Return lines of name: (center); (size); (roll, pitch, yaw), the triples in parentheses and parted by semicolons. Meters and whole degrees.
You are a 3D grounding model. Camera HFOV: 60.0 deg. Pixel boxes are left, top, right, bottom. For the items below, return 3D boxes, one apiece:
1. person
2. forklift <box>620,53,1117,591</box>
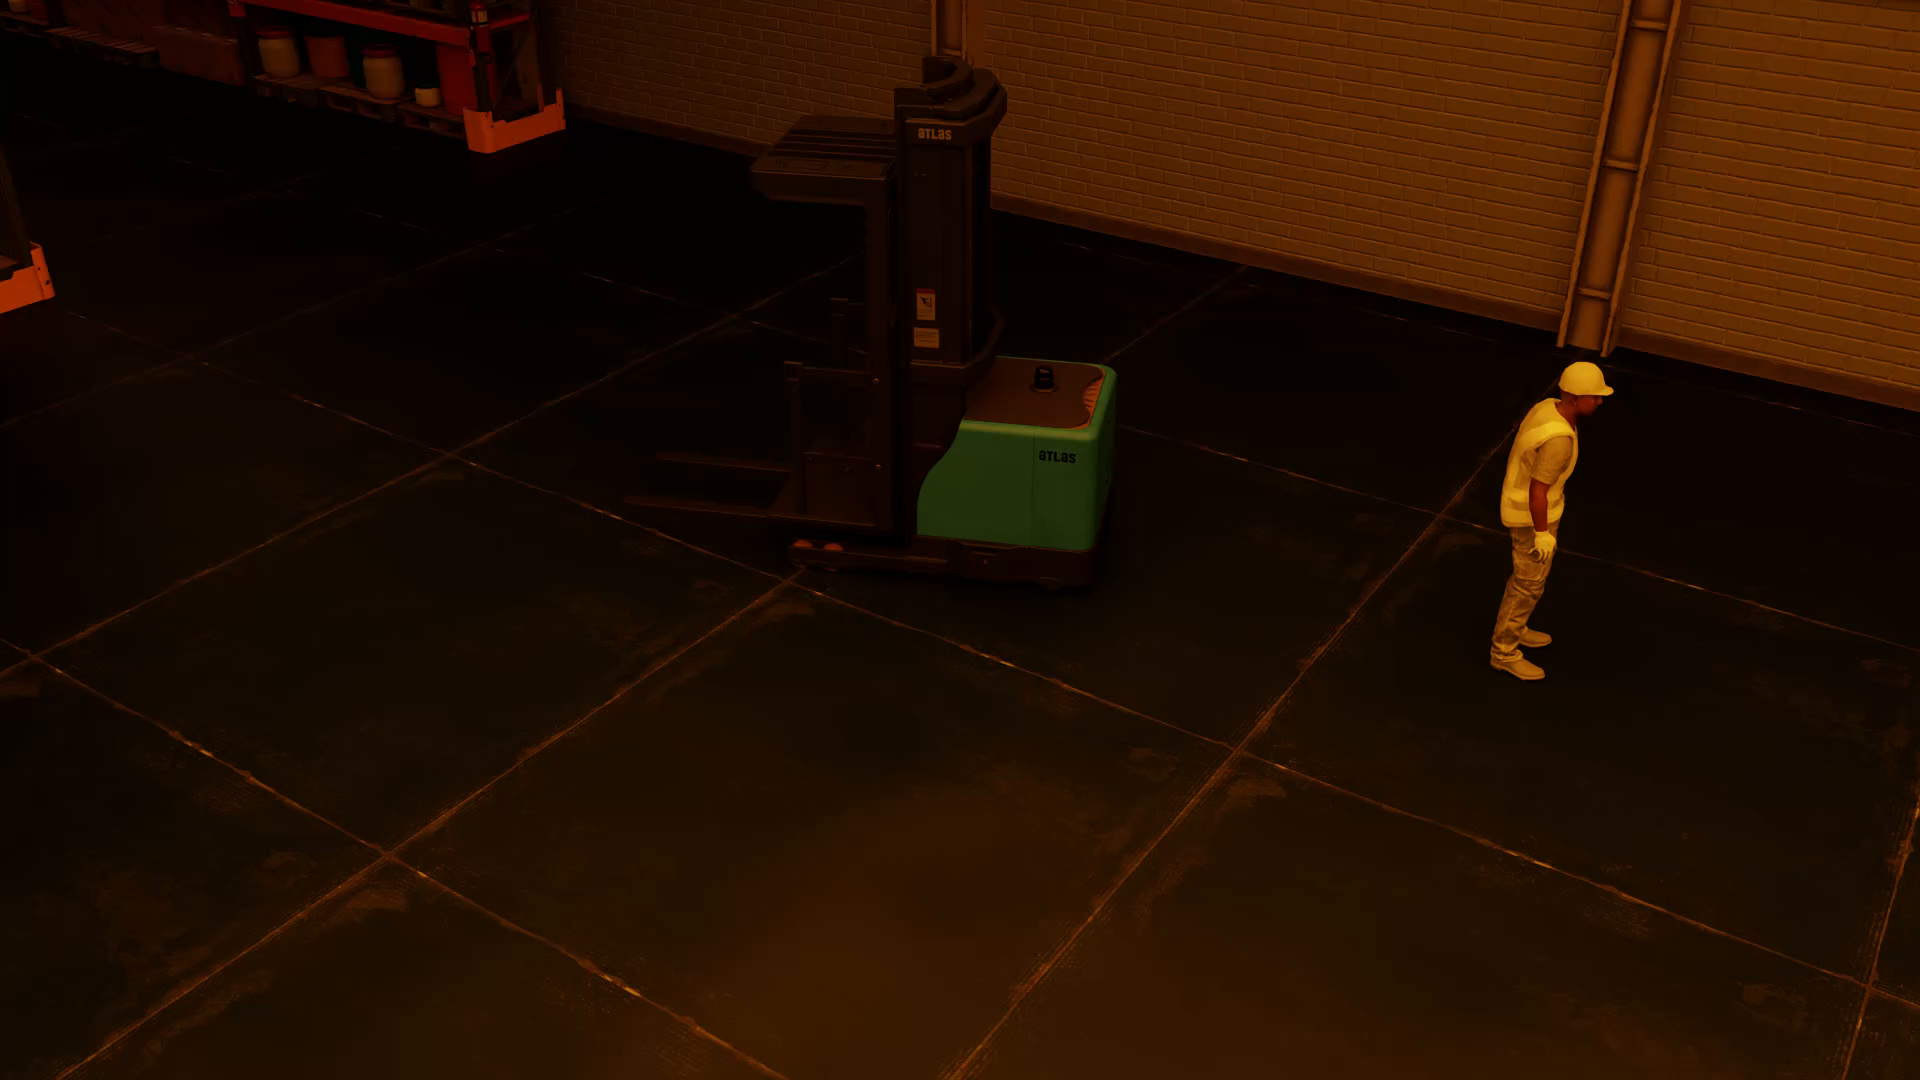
person: (3.140, -0.135, 8.972); (0.451, 1.773, 0.624); (10, 32, 17)
forklift: (-0.596, -1.330, 9.871); (3.031, 2.935, 1.130); (6, 31, 10)
